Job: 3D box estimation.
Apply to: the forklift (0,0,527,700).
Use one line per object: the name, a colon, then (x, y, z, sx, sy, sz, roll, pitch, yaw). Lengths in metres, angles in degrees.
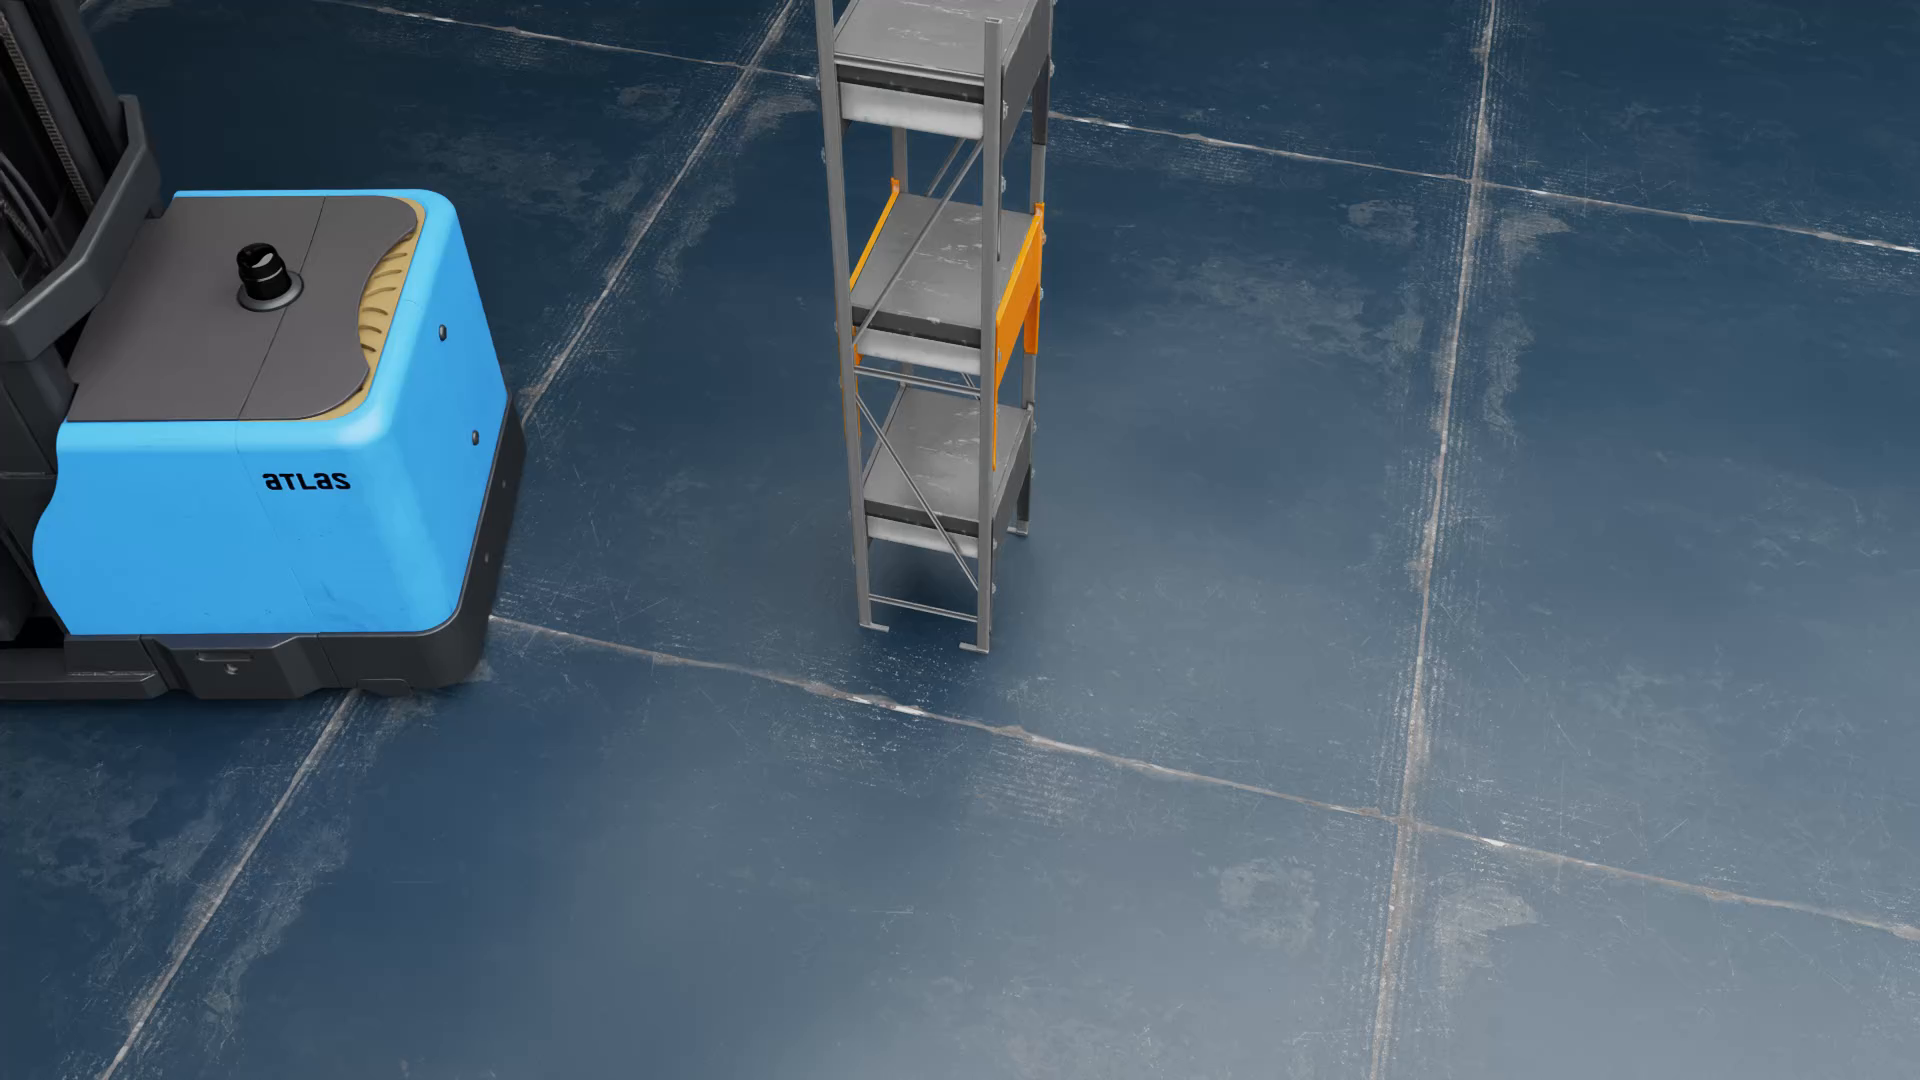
forklift: (-2.920, -0.881, 4.073, 3.031, 2.935, 1.130, 0, 49, 0)

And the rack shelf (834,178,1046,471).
rack shelf: (-0.044, -0.566, 4.367, 0.431, 0.518, 0.480, 12, 50, 10)

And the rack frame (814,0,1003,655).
rack frame: (-0.108, -0.399, 4.201, 0.400, 2.100, 0.015, 12, 50, 10)

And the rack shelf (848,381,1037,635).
rack shelf: (-0.044, -0.103, 4.892, 0.431, 0.518, 0.480, 12, 50, 10)

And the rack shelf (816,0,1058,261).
rack shelf: (-0.044, -1.029, 3.842, 0.431, 0.518, 0.480, 12, 50, 10)

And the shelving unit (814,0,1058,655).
shelving unit: (-0.044, -0.575, 4.357, 0.431, 2.100, 0.503, 12, 50, 10)

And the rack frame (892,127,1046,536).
rack frame: (0.021, -0.752, 4.513, 0.400, 2.100, 0.015, 12, 50, 10)
